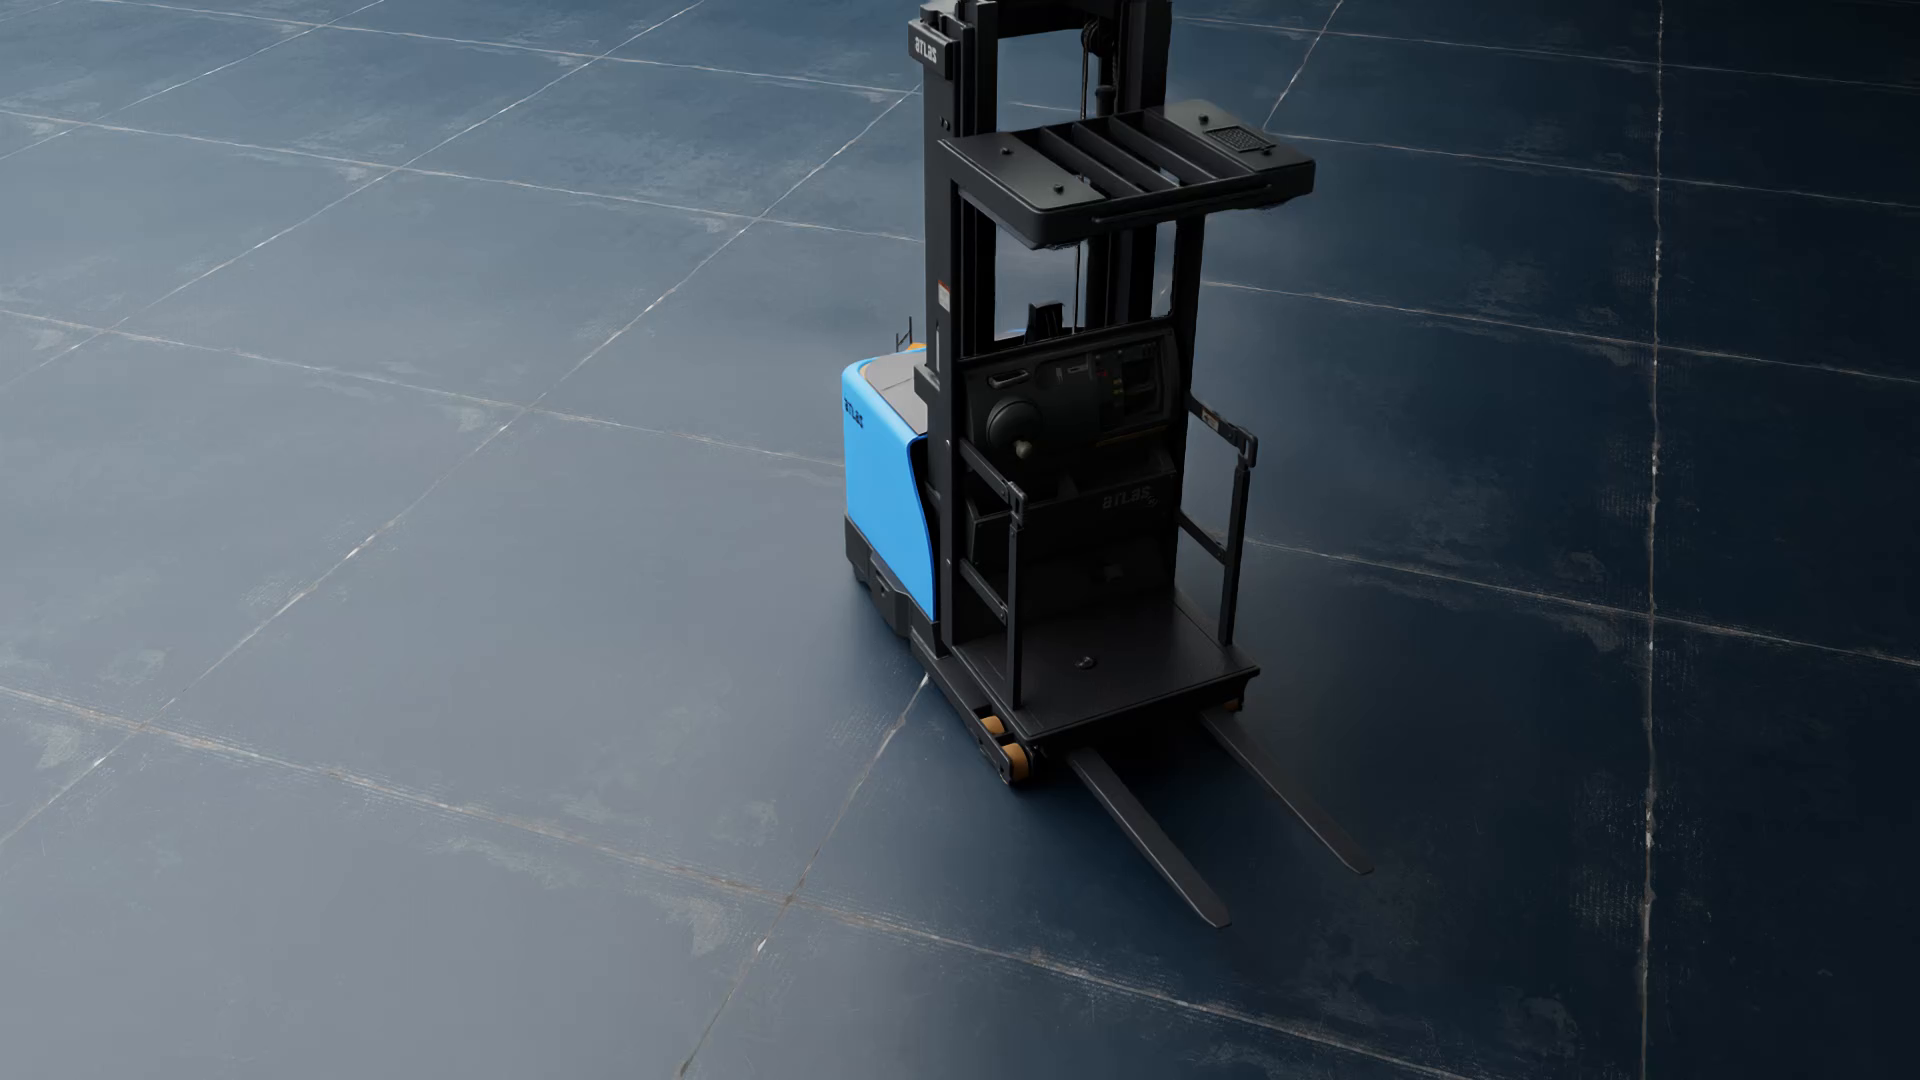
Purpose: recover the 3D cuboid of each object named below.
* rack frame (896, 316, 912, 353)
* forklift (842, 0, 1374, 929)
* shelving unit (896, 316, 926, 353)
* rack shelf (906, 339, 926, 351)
[{"bbox_3d":[-0.268,-0.585,8.188,0.008,1.050,0.200,11,34,16],"label":"rack frame"},{"bbox_3d":[0.541,-0.517,6.349,1.130,2.935,3.031,-15,36,-21],"label":"forklift"},{"bbox_3d":[-0.152,-0.563,8.154,0.252,1.050,0.215,11,34,16],"label":"shelving unit"},{"bbox_3d":[-0.152,-0.793,8.006,0.240,0.259,0.215,11,34,16],"label":"rack shelf"}]
